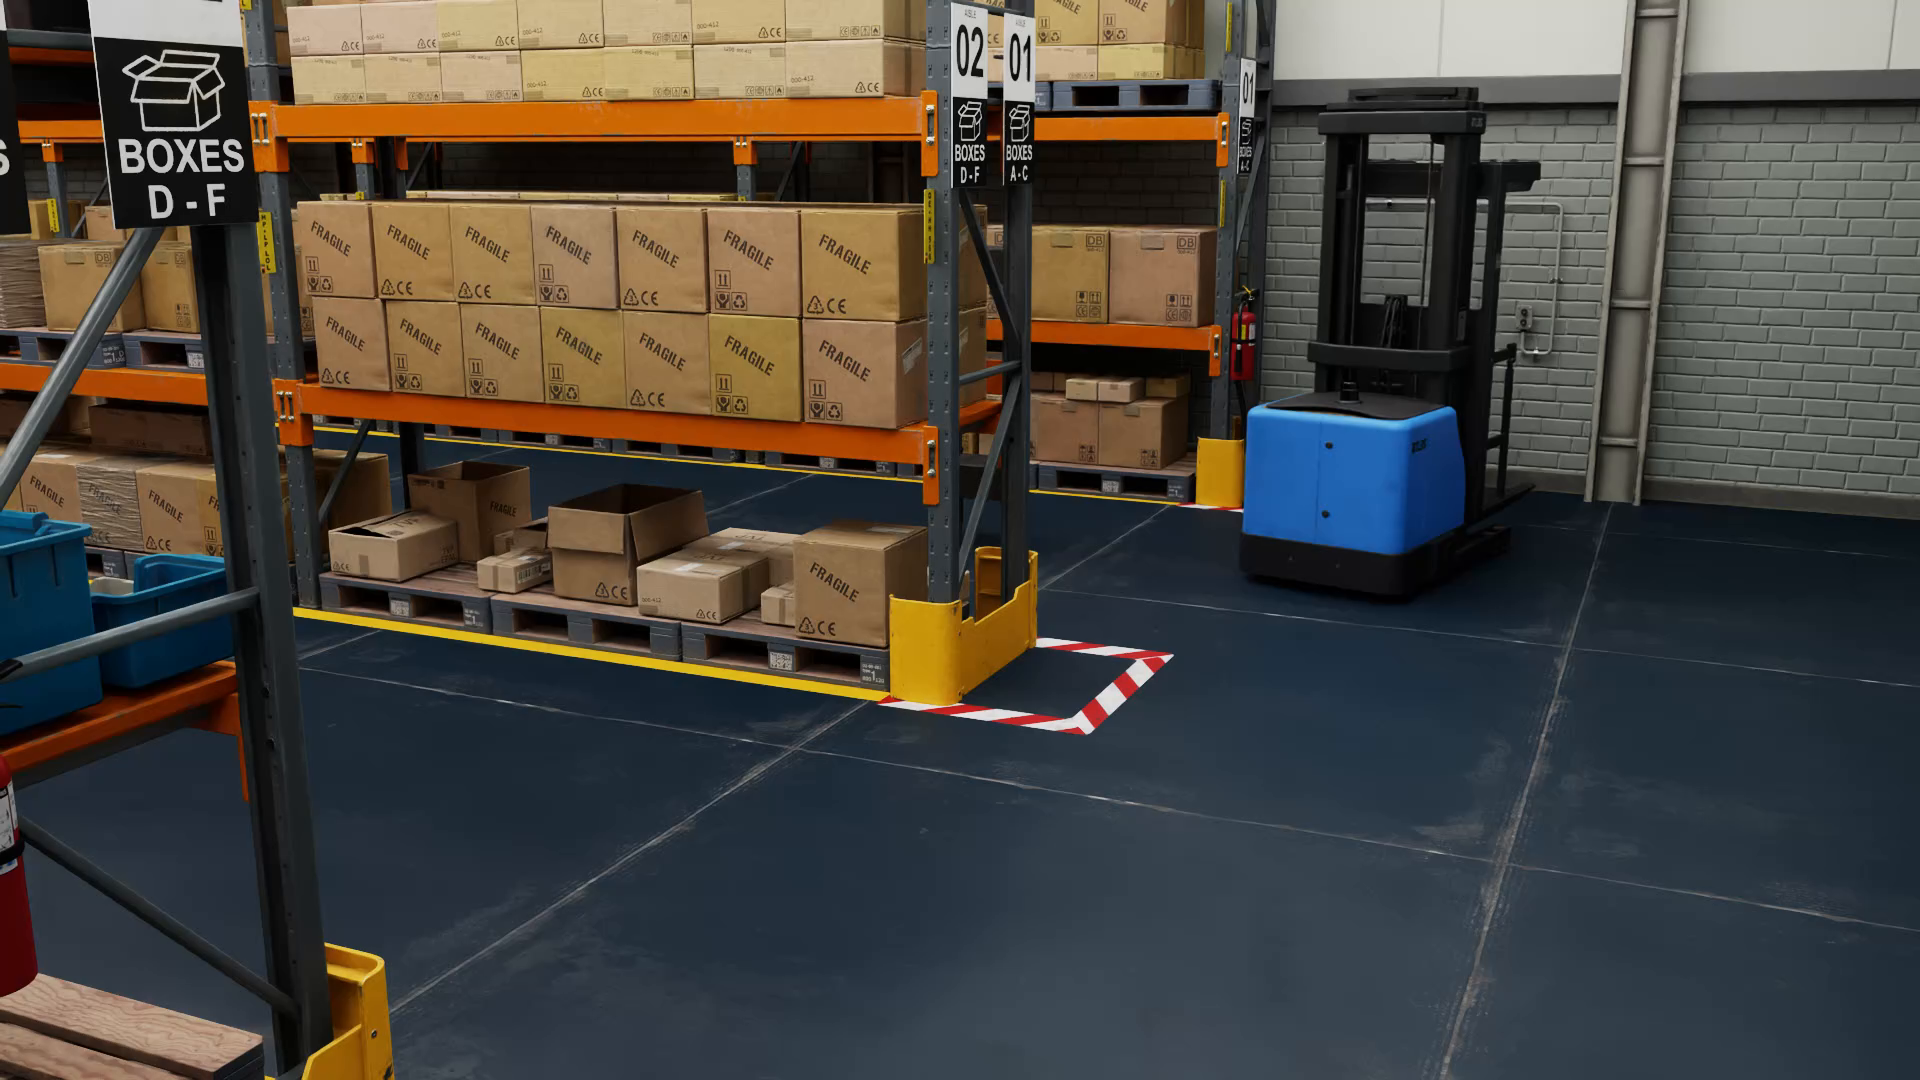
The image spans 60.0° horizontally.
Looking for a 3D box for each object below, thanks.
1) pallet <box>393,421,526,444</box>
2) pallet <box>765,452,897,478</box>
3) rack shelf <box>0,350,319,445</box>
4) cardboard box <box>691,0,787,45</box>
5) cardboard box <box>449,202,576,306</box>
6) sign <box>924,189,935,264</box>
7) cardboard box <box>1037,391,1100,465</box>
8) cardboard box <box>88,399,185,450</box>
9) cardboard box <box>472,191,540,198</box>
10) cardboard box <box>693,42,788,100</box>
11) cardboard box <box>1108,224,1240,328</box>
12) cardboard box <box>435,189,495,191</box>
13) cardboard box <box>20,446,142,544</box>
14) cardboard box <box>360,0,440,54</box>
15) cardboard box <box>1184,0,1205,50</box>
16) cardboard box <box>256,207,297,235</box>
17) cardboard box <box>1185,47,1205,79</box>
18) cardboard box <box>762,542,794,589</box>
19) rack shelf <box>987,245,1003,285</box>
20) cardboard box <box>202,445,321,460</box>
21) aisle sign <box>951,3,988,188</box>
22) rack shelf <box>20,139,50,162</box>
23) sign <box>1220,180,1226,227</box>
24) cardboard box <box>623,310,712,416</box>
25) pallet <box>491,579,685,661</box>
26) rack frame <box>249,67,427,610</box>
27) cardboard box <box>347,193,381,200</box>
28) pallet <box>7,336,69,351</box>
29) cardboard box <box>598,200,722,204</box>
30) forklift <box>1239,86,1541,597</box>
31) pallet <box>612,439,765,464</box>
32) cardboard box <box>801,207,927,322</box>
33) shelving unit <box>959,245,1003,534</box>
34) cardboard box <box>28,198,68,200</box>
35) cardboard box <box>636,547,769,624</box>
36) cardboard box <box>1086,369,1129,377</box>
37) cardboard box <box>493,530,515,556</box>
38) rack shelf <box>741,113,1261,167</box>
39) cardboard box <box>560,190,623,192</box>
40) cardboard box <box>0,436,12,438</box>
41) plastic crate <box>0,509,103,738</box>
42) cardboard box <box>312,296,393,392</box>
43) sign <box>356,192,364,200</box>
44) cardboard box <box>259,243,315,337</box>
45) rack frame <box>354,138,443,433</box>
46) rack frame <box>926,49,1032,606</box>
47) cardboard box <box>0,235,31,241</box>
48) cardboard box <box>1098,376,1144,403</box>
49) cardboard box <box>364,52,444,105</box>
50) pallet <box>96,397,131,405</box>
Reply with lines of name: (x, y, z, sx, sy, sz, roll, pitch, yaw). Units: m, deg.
pallet: (-4.515, -1.127, 15.595, 1.213, 0.211, 1.003, 6, 14, 23)
pallet: (-0.885, -0.759, 14.026, 1.213, 0.211, 1.003, 6, 14, 23)
rack shelf: (-5.380, -1.003, 10.537, 4.000, 0.370, 1.077, 6, 14, 23)
cardboard box: (-0.924, -2.469, 7.879, 0.500, 0.250, 0.500, 6, 14, 23)
cardboard box: (-2.293, -1.506, 8.698, 0.500, 0.500, 0.500, 5, 14, 22)
sign: (-0.137, -1.401, 7.435, 0.005, 0.325, 0.100, 6, 14, 23)
cardboard box: (0.971, -0.911, 13.122, 0.500, 0.500, 0.700, 6, 14, 23)
cardboard box: (-5.268, -0.765, 10.815, 0.500, 0.250, 0.500, 5, 14, 22)
cardboard box: (-3.944, -2.951, 14.708, 0.500, 0.250, 0.500, 6, 14, 24)
cardboard box: (-0.923, -2.226, 7.938, 0.500, 0.250, 0.500, 6, 14, 23)
cardboard box: (1.639, -2.024, 12.658, 0.700, 0.700, 0.980, 7, 15, 26)
cardboard box: (-4.686, -3.154, 15.573, 0.500, 0.250, 0.500, 6, 15, 25)
cardboard box: (-5.491, -0.292, 10.440, 0.500, 0.500, 0.500, 5, 14, 21)
cardboard box: (-2.749, -2.656, 8.675, 0.500, 0.250, 0.500, 6, 14, 23)
cardboard box: (1.539, -3.956, 12.532, 0.500, 0.500, 0.500, 5, 14, 21)
cardboard box: (-6.787, -2.988, 16.241, 0.500, 0.500, 0.700, 6, 14, 23)
cardboard box: (1.541, -3.592, 12.621, 0.500, 0.250, 0.500, 7, 15, 26)
cardboard box: (-0.733, 0.171, 9.017, 0.500, 0.250, 0.500, 6, 14, 23)
rack shelf: (0.151, -1.675, 10.793, 0.480, 0.518, 0.431, 6, 14, 23)
cardboard box: (-4.387, -0.308, 10.510, 0.500, 0.500, 0.500, 6, 14, 24)
aisle sign: (0.044, -1.993, 7.492, 0.004, 0.787, 0.394, 6, 14, 23)
rack shelf: (-10.691, -4.238, 17.760, 4.000, 0.370, 1.077, 6, 14, 23)
sign: (1.876, -2.400, 11.863, 0.005, 0.325, 0.100, 6, 14, 23)
cardboard box: (-1.343, -0.926, 8.415, 0.500, 0.500, 0.500, 6, 14, 24)
pallet: (-1.804, 0.366, 9.234, 1.213, 0.211, 1.003, 6, 14, 23)
rack frame: (-3.551, -1.168, 9.666, 0.127, 3.000, 1.000, 6, 14, 23)
cardboard box: (-5.533, -3.177, 15.628, 0.250, 0.149, 0.380, 4, 14, 16)
pallet: (-6.560, -1.397, 11.061, 1.003, 0.211, 1.213, 6, 14, 23)
cardboard box: (-1.594, -1.570, 8.974, 0.500, 0.500, 0.500, 6, 14, 23)
forklift: (2.982, -1.378, 10.711, 1.130, 2.935, 3.031, 10, 16, 35)
pallet: (-2.284, -0.901, 14.633, 1.213, 0.211, 1.003, 6, 14, 23)
cardboard box: (-0.412, -1.317, 7.894, 0.500, 0.500, 0.500, 6, 14, 23)
shelving unit: (0.151, -1.007, 10.950, 0.503, 2.100, 0.431, 6, 14, 23)
cardboard box: (-9.679, -3.381, 17.740, 0.500, 0.500, 0.500, 6, 14, 23)
cardboard box: (-1.347, 0.234, 8.749, 0.500, 0.250, 0.500, 6, 14, 23)
cardboard box: (1.160, -1.257, 13.178, 0.250, 0.149, 0.380, 6, 14, 23)
cardboard box: (-2.548, 0.021, 9.875, 0.250, 0.149, 0.380, 6, 14, 23)
rack shelf: (0.280, -3.128, 13.028, 4.000, 0.370, 1.077, 6, 14, 23)
cardboard box: (-3.280, -3.010, 14.960, 0.500, 0.250, 0.500, 5, 14, 22)
cardboard box: (-6.258, -0.498, 11.319, 0.500, 0.500, 0.500, 6, 15, 25)
plastic crate: (-2.286, 0.198, 3.636, 0.499, 0.435, 0.616, 6, 14, 23)
cardboard box: (-3.196, -1.113, 9.211, 0.500, 0.500, 0.500, 6, 15, 25)
sign: (-5.417, -2.984, 15.045, 0.005, 0.325, 0.100, 6, 14, 23)
cardboard box: (-3.894, -1.512, 9.993, 0.500, 0.500, 0.700, 1, 13, 4)
rack frame: (-5.205, -2.573, 15.654, 0.127, 3.000, 1.000, 6, 14, 23)
rack frame: (0.106, -0.798, 8.089, 0.127, 3.000, 1.000, 6, 14, 23)
cardboard box: (-6.587, -1.757, 11.036, 0.500, 0.500, 0.700, 1, 13, 4)
cardboard box: (1.237, -1.154, 12.739, 0.250, 0.149, 0.380, 6, 14, 23)
cardboard box: (-2.751, -2.412, 8.728, 0.500, 0.250, 0.500, 6, 14, 23)
pallet: (-8.150, -1.514, 17.245, 1.213, 0.211, 1.003, 6, 14, 23)
